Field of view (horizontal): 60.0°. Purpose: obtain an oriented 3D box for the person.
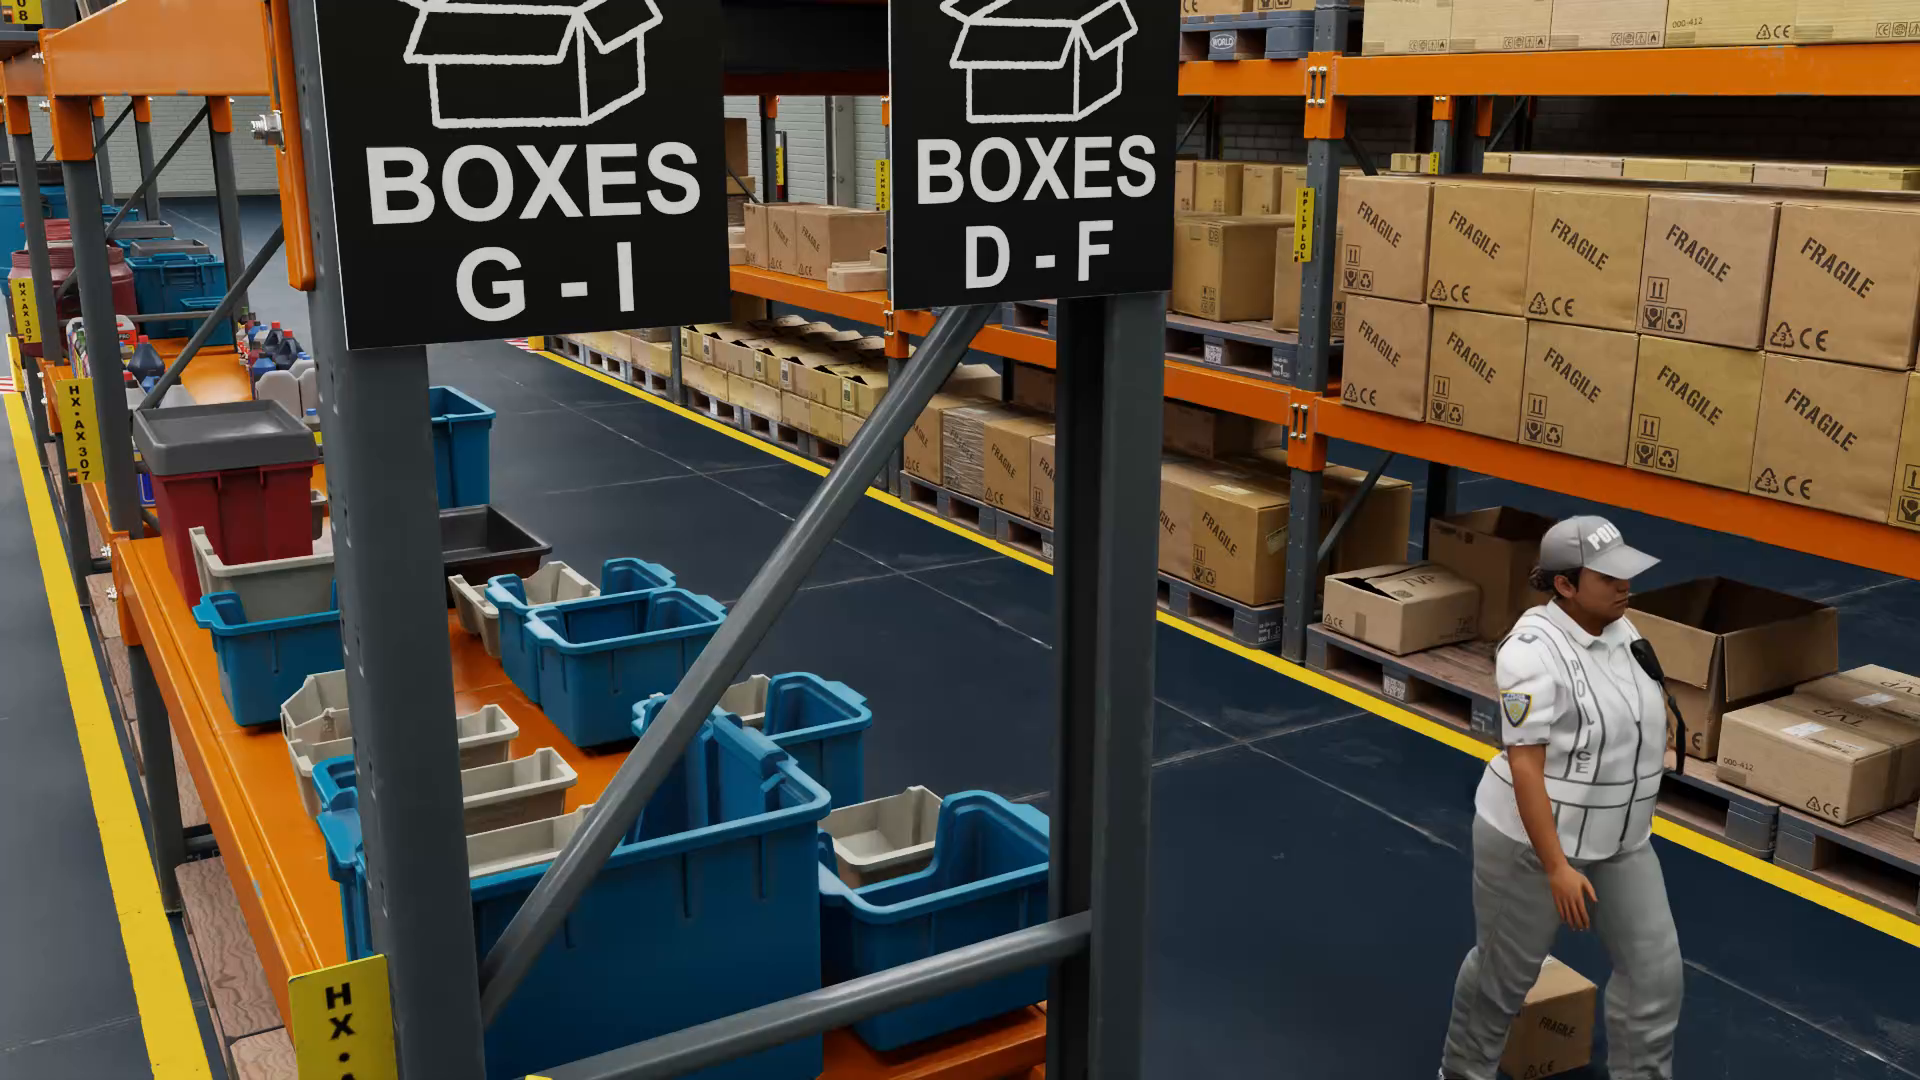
[{"bbox_3d":[1.545,0.791,4.118,0.478,1.717,0.670,-9,17,-29],"label":"person"}]
